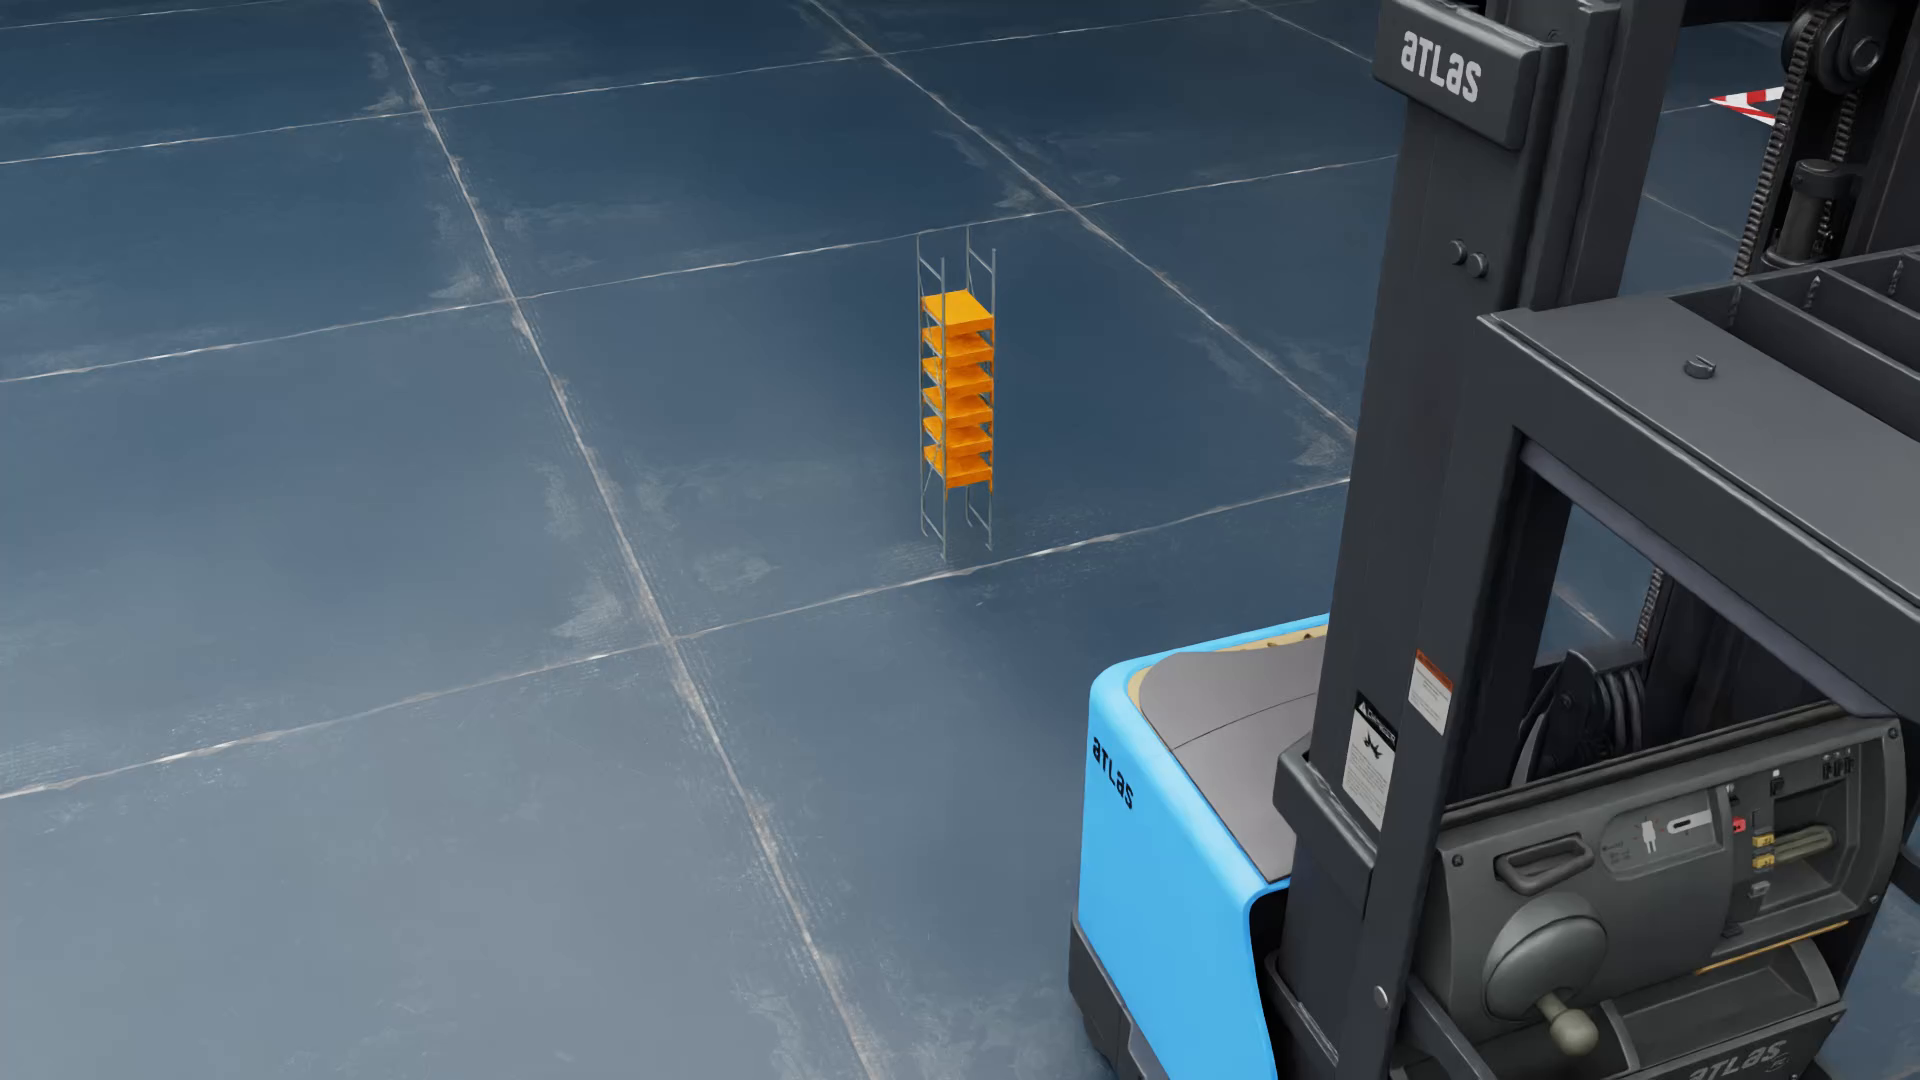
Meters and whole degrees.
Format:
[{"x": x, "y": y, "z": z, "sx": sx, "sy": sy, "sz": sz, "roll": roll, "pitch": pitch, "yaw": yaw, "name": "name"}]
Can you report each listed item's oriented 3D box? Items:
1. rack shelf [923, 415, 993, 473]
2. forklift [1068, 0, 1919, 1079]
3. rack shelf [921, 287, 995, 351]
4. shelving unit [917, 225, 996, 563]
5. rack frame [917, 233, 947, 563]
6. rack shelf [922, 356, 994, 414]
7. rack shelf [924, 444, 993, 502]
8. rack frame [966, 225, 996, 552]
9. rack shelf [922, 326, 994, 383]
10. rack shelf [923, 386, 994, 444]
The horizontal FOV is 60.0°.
[{"x": -0.013, "y": -0.362, "z": 6.008, "sx": 0.180, "sy": 0.103, "sz": 0.258, "roll": -13, "pitch": 35, "yaw": -19, "name": "rack shelf"}, {"x": 1.275, "y": 0.625, "z": 2.601, "sx": 1.130, "sy": 2.935, "sz": 3.031, "roll": -12, "pitch": 35, "yaw": -17, "name": "forklift"}, {"x": -0.013, "y": -0.764, "z": 5.746, "sx": 0.180, "sy": 0.103, "sz": 0.258, "roll": -13, "pitch": 35, "yaw": -19, "name": "rack shelf"}, {"x": -0.013, "y": -0.500, "z": 5.918, "sx": 0.189, "sy": 1.200, "sz": 0.258, "roll": -13, "pitch": 35, "yaw": -19, "name": "shelving unit"}, {"x": -0.098, "y": -0.481, "z": 5.888, "sx": 0.006, "sy": 1.200, "sz": 0.240, "roll": -13, "pitch": 35, "yaw": -19, "name": "rack frame"}, {"x": -0.013, "y": -0.563, "z": 5.877, "sx": 0.180, "sy": 0.103, "sz": 0.258, "roll": -13, "pitch": 35, "yaw": -19, "name": "rack shelf"}, {"x": -0.013, "y": -0.261, "z": 6.073, "sx": 0.180, "sy": 0.103, "sz": 0.258, "roll": -13, "pitch": 35, "yaw": -19, "name": "rack shelf"}, {"x": 0.071, "y": -0.519, "z": 5.948, "sx": 0.006, "sy": 1.200, "sz": 0.240, "roll": -13, "pitch": 35, "yaw": -19, "name": "rack frame"}, {"x": -0.013, "y": -0.664, "z": 5.811, "sx": 0.180, "sy": 0.103, "sz": 0.258, "roll": -13, "pitch": 35, "yaw": -19, "name": "rack shelf"}, {"x": -0.013, "y": -0.463, "z": 5.942, "sx": 0.180, "sy": 0.103, "sz": 0.258, "roll": -13, "pitch": 35, "yaw": -19, "name": "rack shelf"}]
